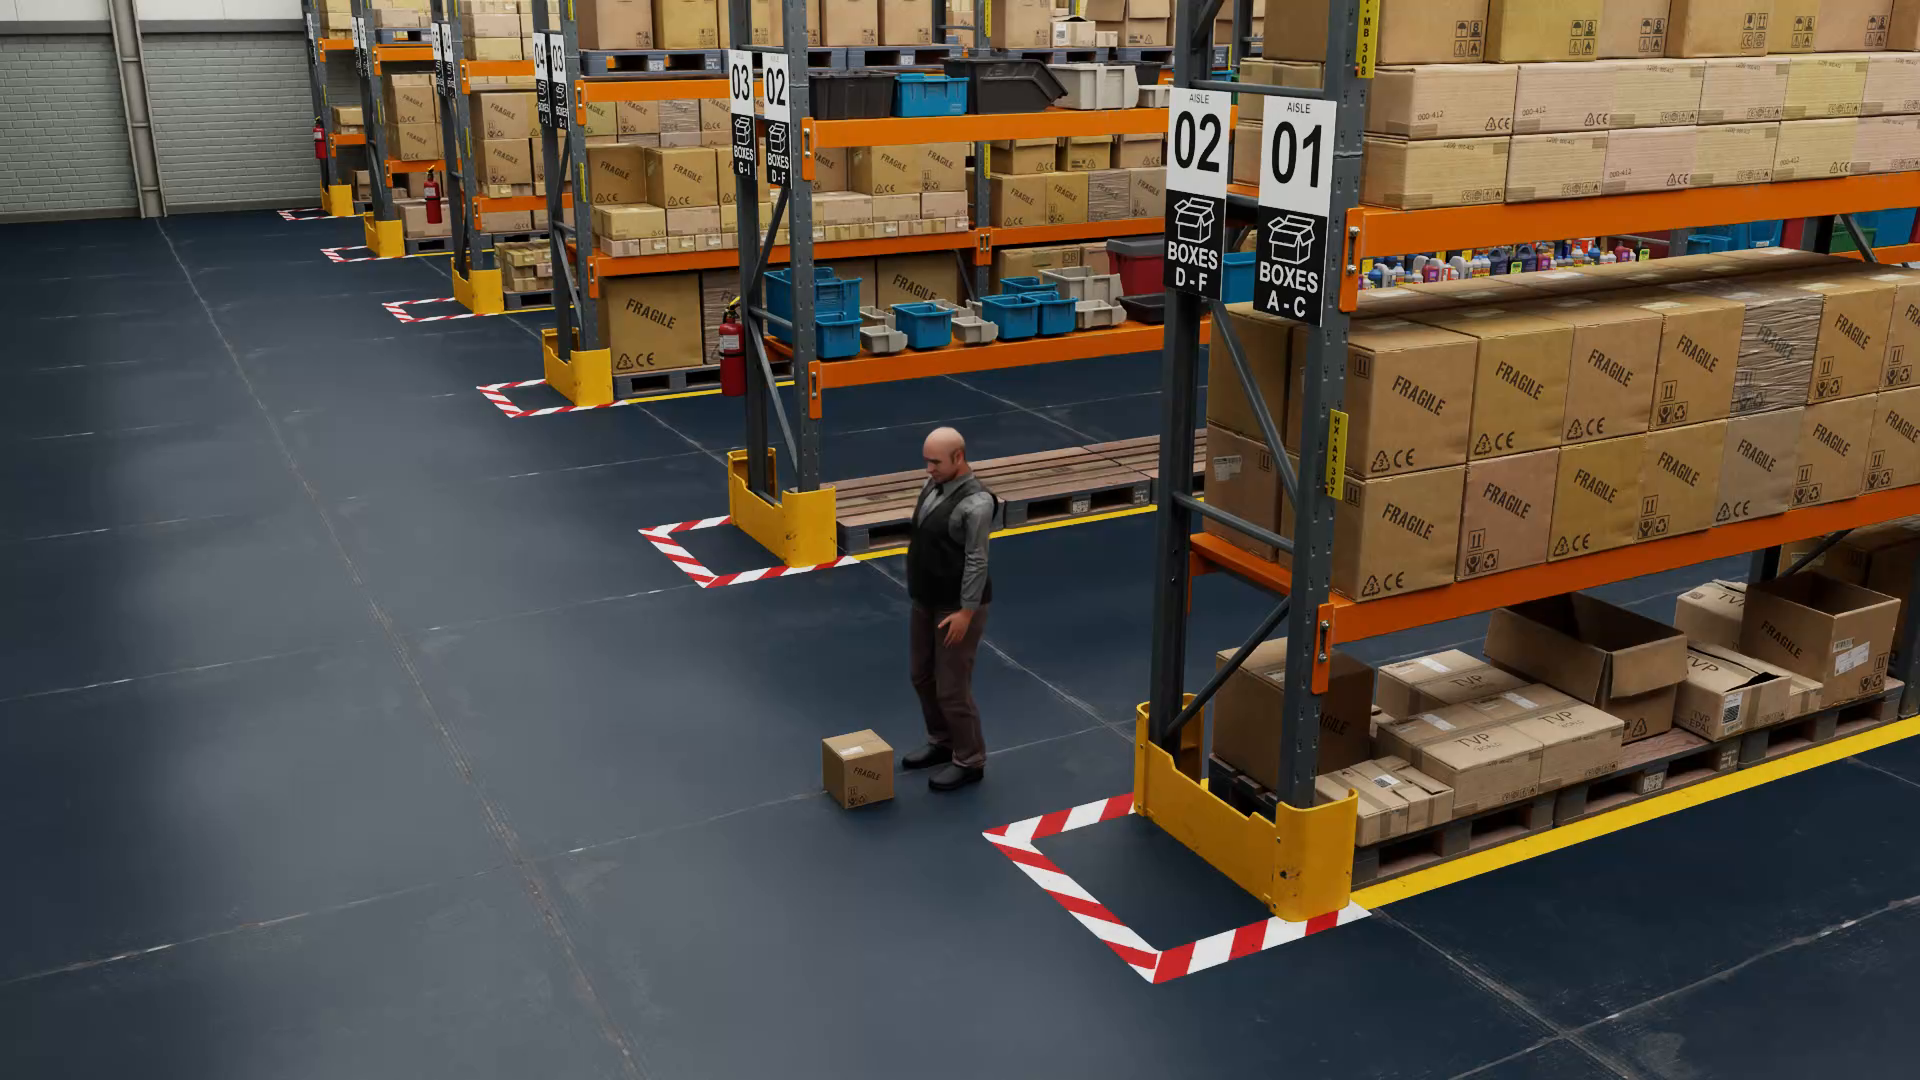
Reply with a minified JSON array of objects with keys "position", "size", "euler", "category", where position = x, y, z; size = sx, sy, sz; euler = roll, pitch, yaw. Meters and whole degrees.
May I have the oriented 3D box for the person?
[{"position":[-0.046,0.305,7.703],"size":[0.354,1.710,0.536],"euler":[-10,21,-28],"category":"person"}]
